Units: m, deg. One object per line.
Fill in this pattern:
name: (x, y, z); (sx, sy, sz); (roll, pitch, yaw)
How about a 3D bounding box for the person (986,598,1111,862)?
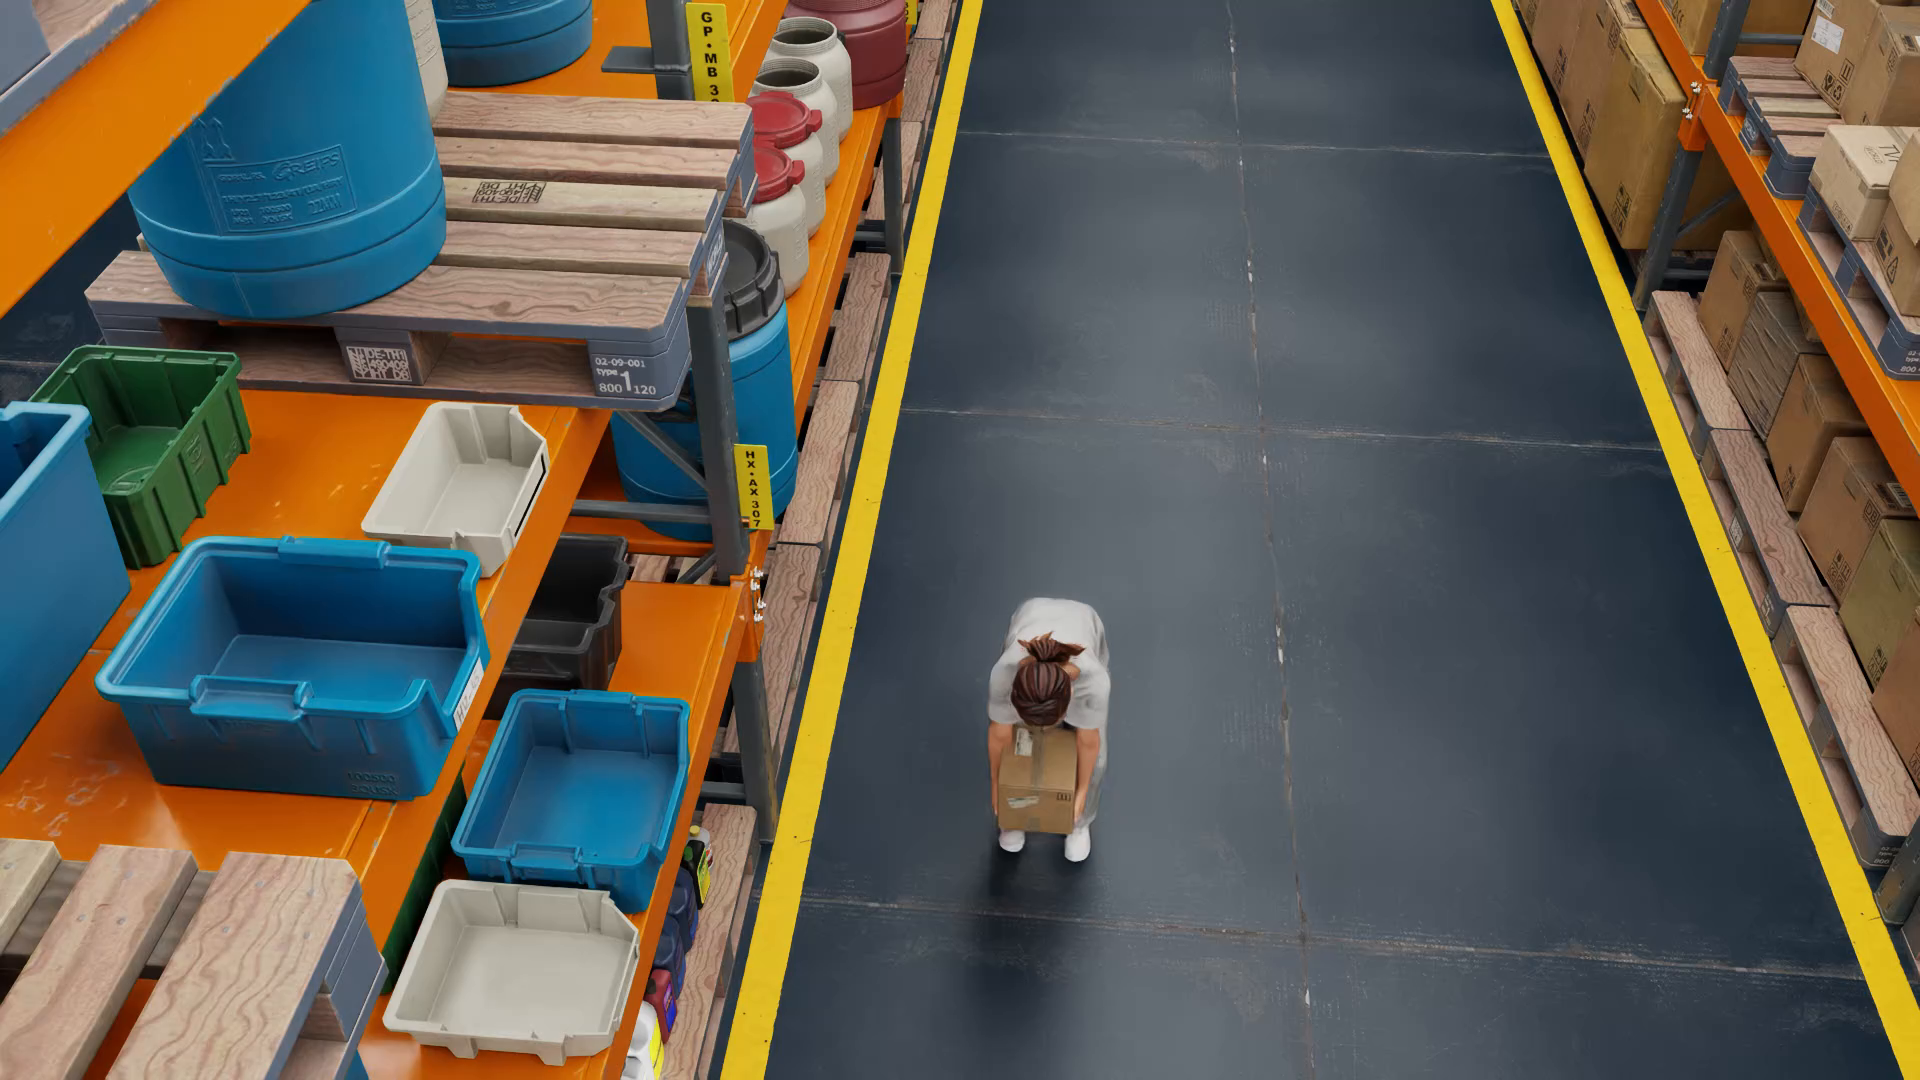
person: (0.291, 0.699, 5.615); (0.409, 1.312, 0.812); (6, 41, 7)
